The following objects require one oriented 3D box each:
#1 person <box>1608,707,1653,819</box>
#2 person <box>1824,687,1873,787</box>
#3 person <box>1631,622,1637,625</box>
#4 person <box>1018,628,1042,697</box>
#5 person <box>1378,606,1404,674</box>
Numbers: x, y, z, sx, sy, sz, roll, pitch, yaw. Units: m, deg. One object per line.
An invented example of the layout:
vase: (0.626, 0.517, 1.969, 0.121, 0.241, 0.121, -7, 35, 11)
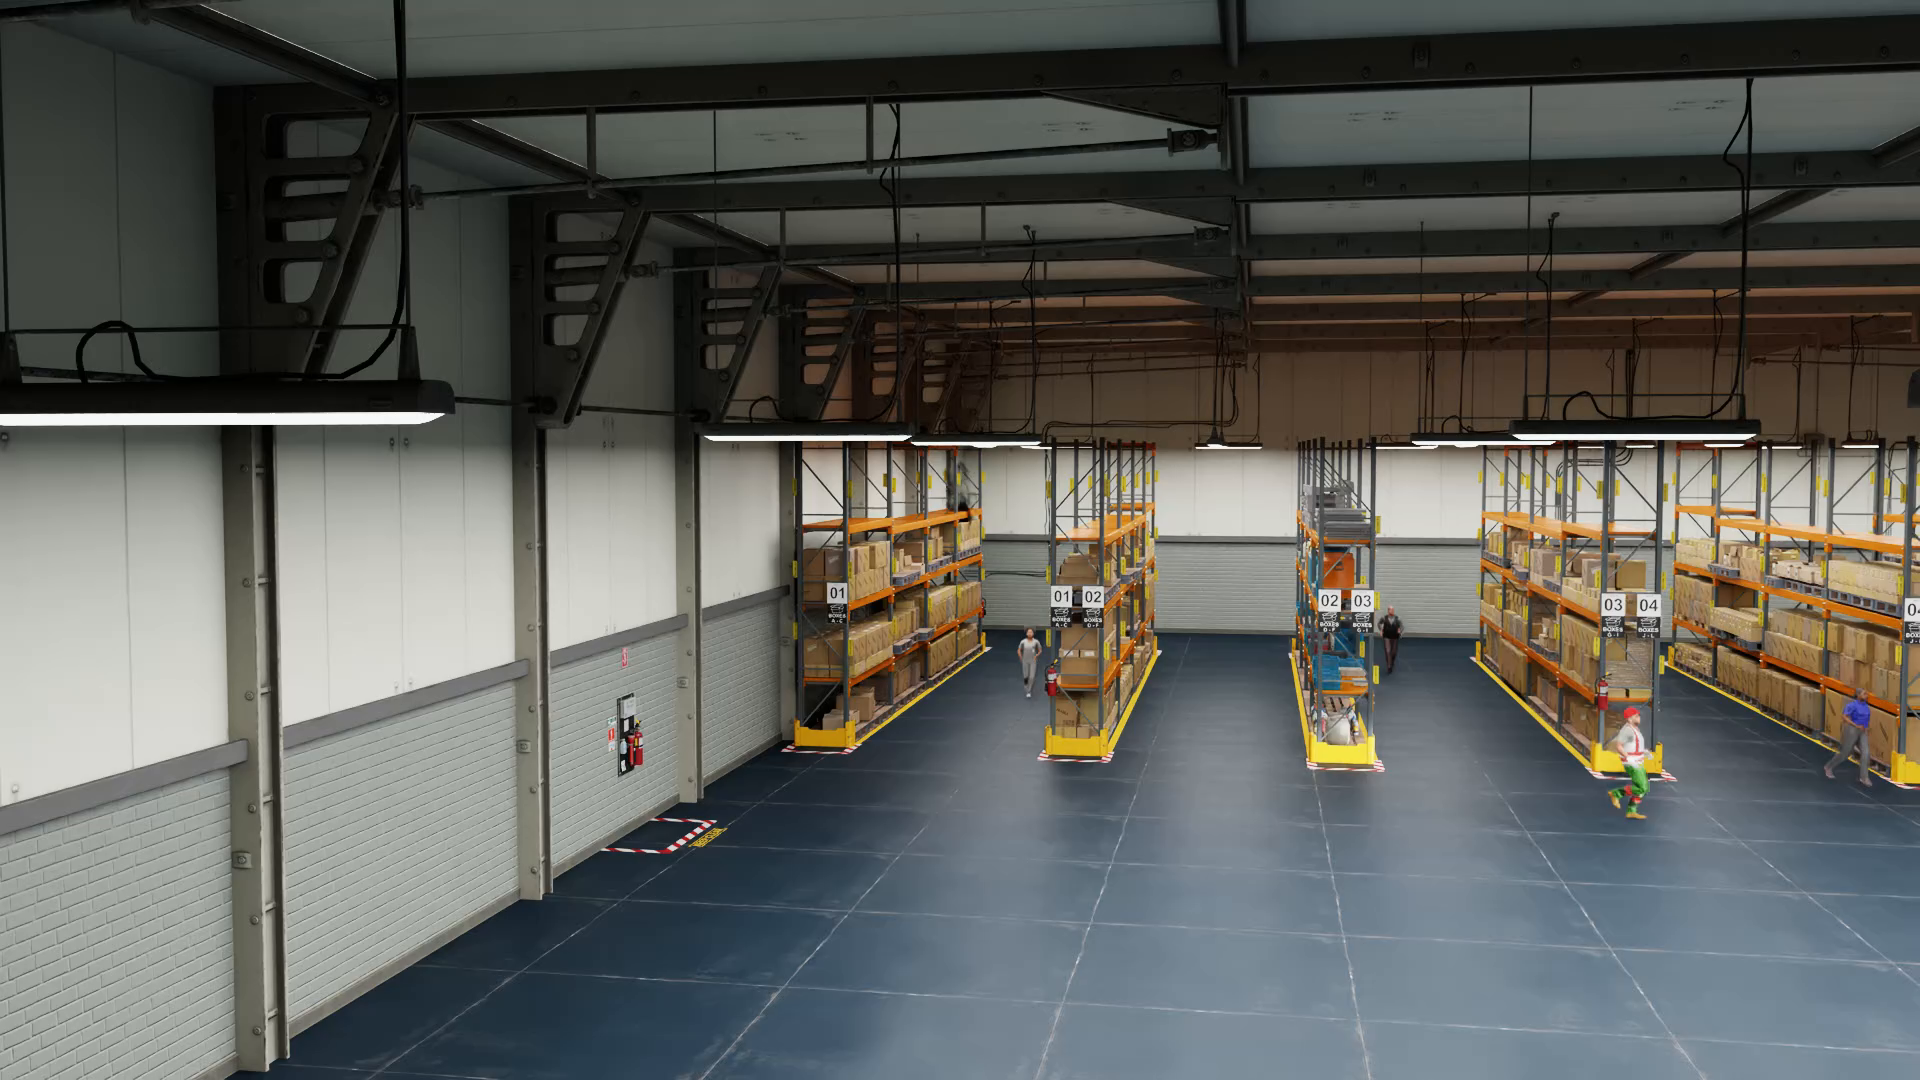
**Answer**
person: (10.477, 3.479, 25.971, 0.602, 1.737, 0.655, 2, 4, 36)
person: (15.541, 3.403, 28.789, 0.660, 1.576, 0.921, -1, 3, -18)
person: (17.964, 2.552, 44.636, 0.671, 1.645, 0.534, 3, 4, 43)
person: (1.629, 2.860, 38.825, 0.564, 1.621, 0.569, 0, 3, 3)
person: (11.215, 2.581, 43.281, 0.663, 1.727, 0.928, 1, 3, 9)
